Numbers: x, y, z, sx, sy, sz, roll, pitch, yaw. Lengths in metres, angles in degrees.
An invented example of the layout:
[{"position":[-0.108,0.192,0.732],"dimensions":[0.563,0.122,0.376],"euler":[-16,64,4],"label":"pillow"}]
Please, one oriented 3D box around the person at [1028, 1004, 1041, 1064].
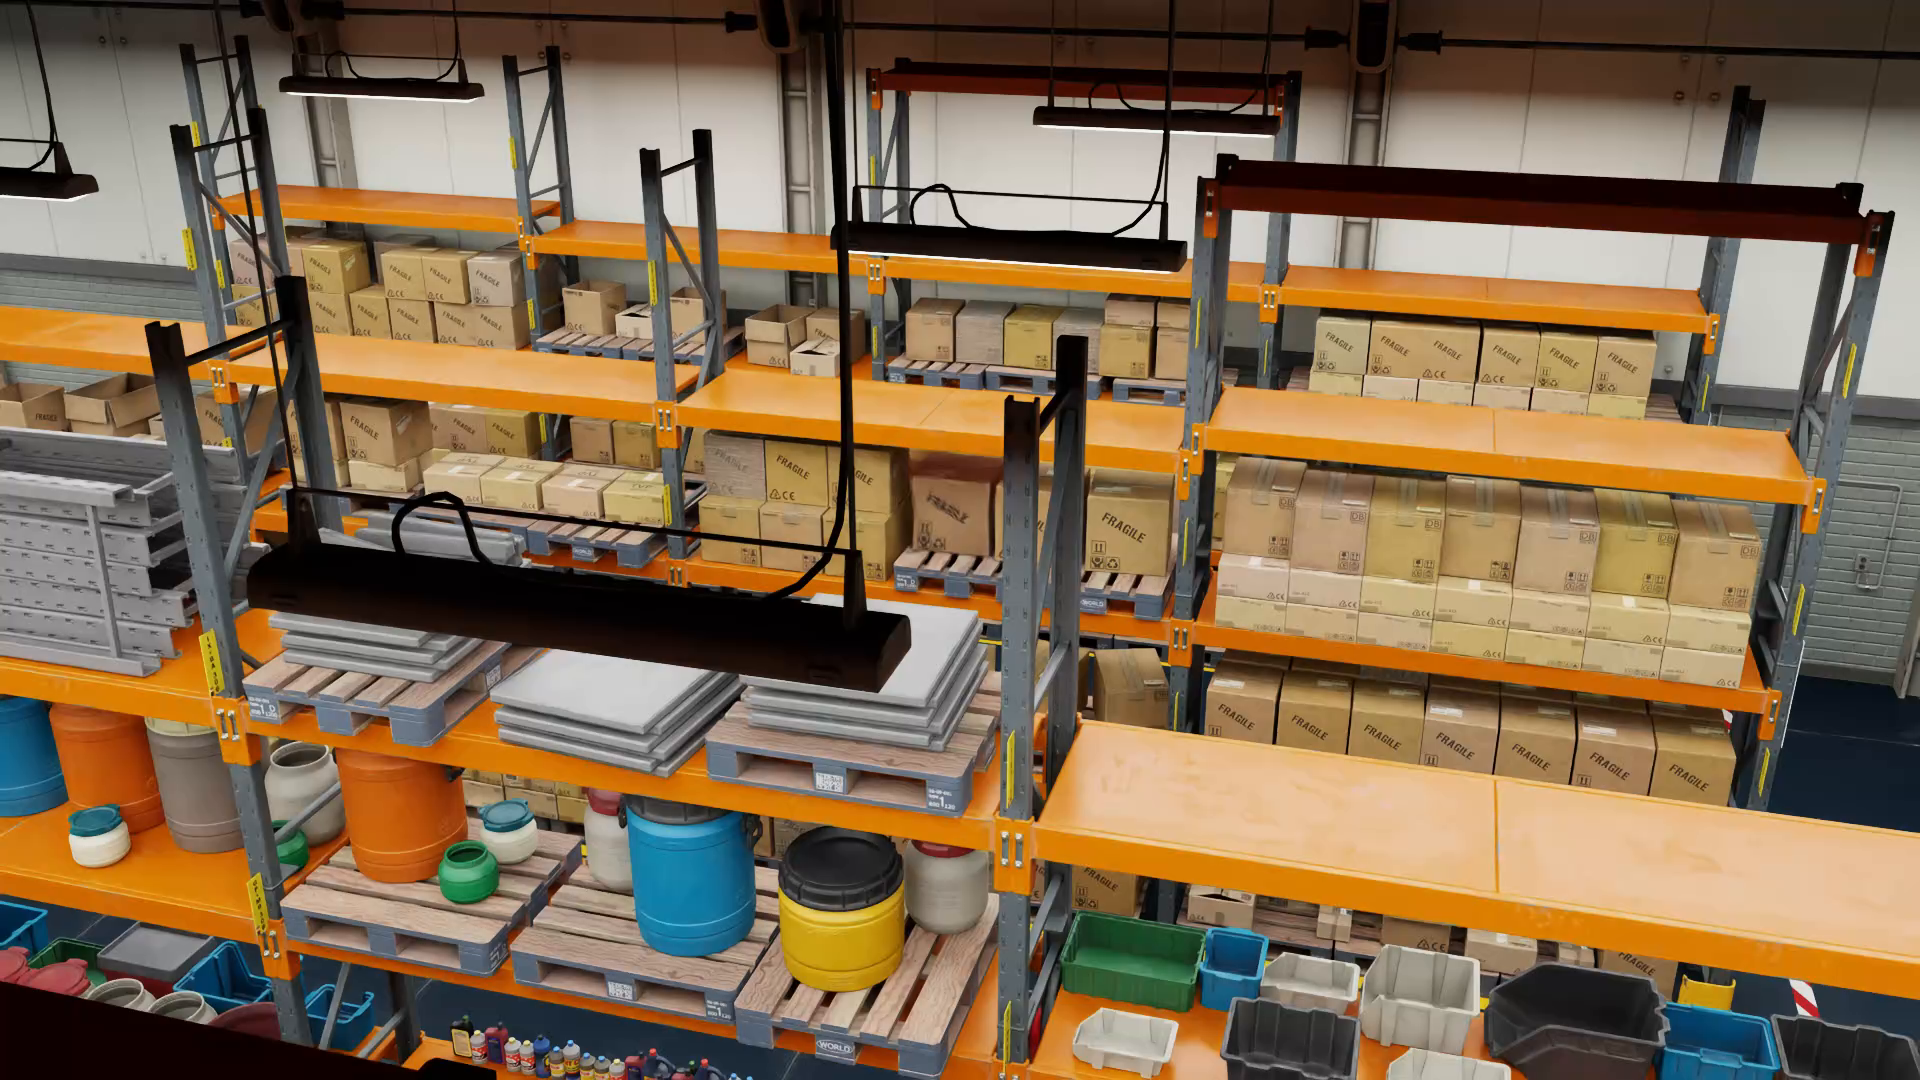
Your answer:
[{"position":[0.519,3.448,10.210],"dimensions":[0.530,1.725,0.569],"euler":[-9,24,-22],"label":"person"}]
